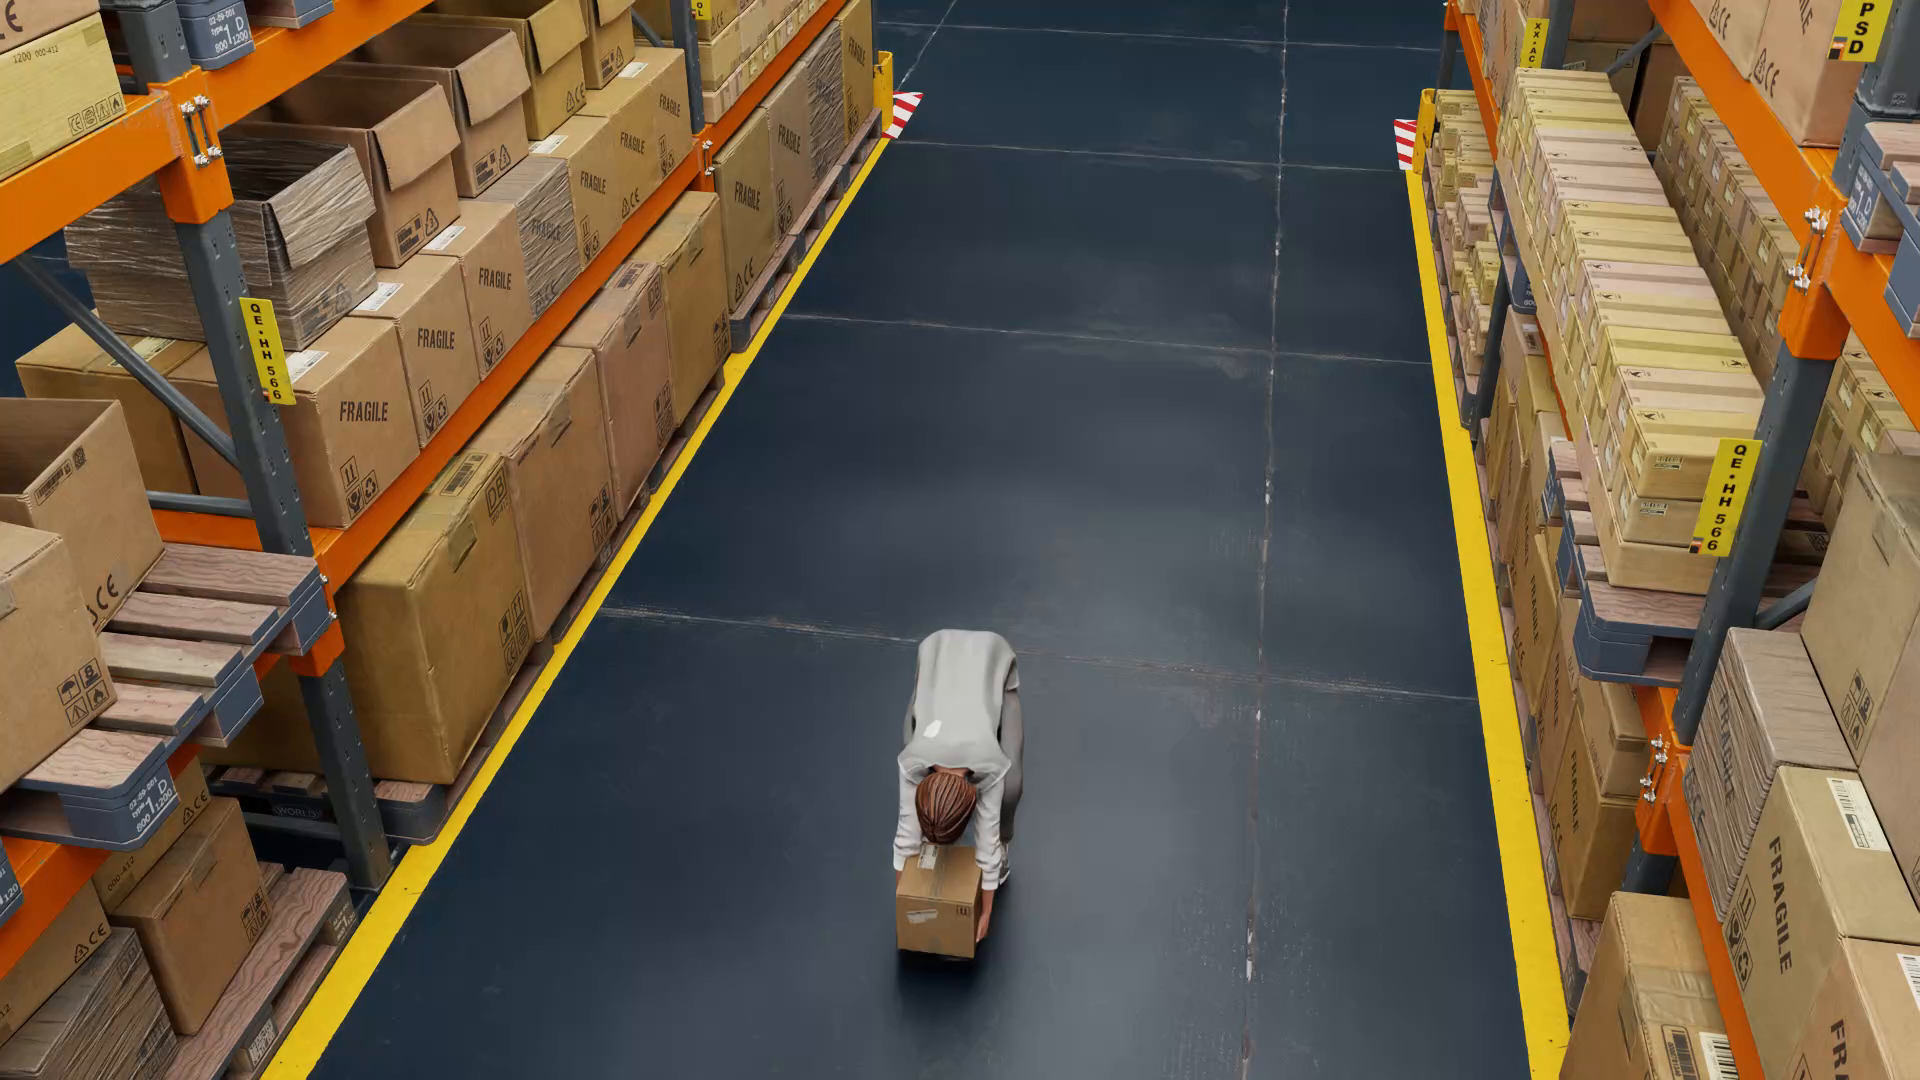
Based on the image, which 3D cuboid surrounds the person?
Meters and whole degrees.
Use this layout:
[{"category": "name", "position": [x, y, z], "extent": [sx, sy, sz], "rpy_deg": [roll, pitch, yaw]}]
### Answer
[{"category": "person", "position": [-0.004, 0.827, 5.488], "extent": [0.366, 0.923, 0.861], "rpy_deg": [4, 33, 6]}]
